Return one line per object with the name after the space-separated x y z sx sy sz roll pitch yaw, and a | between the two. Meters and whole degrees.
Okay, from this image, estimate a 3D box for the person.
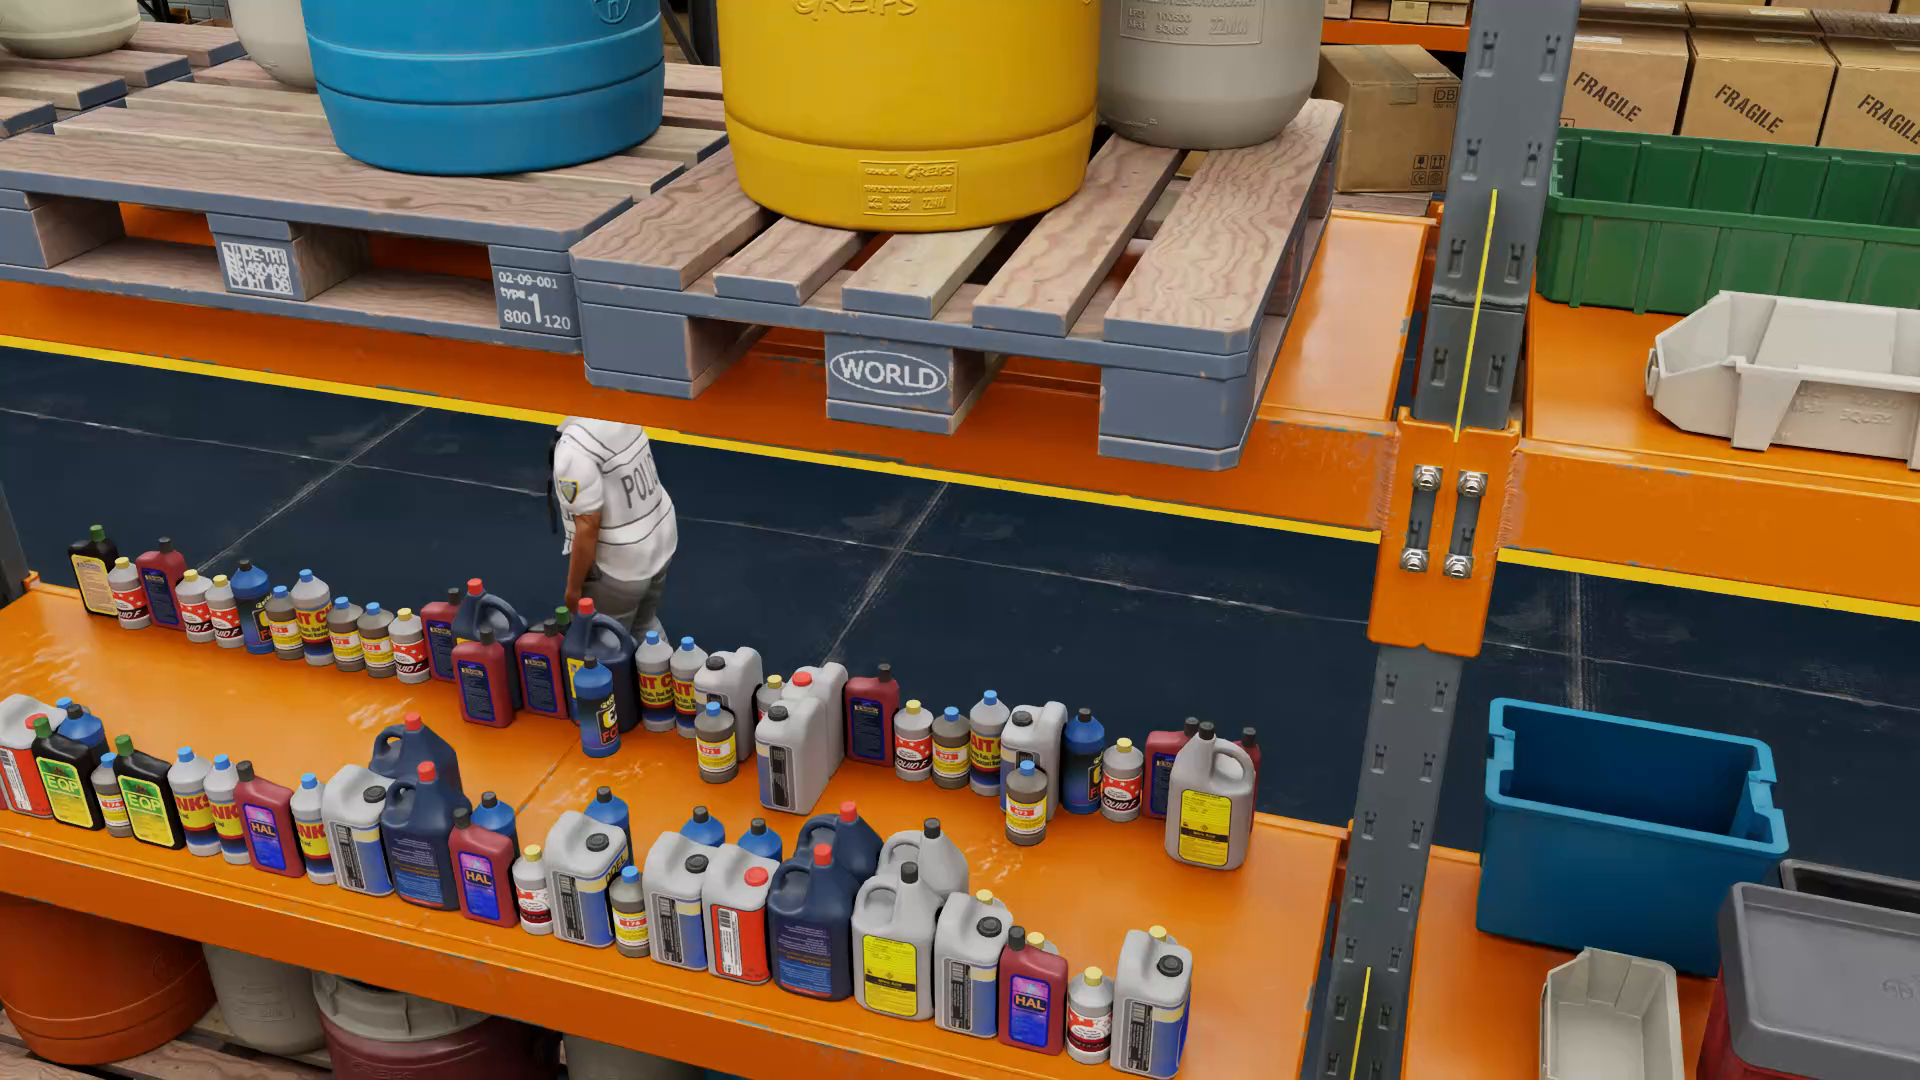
-1.273 0.049 6.033 0.467 1.667 0.548 8 30 13 | person
